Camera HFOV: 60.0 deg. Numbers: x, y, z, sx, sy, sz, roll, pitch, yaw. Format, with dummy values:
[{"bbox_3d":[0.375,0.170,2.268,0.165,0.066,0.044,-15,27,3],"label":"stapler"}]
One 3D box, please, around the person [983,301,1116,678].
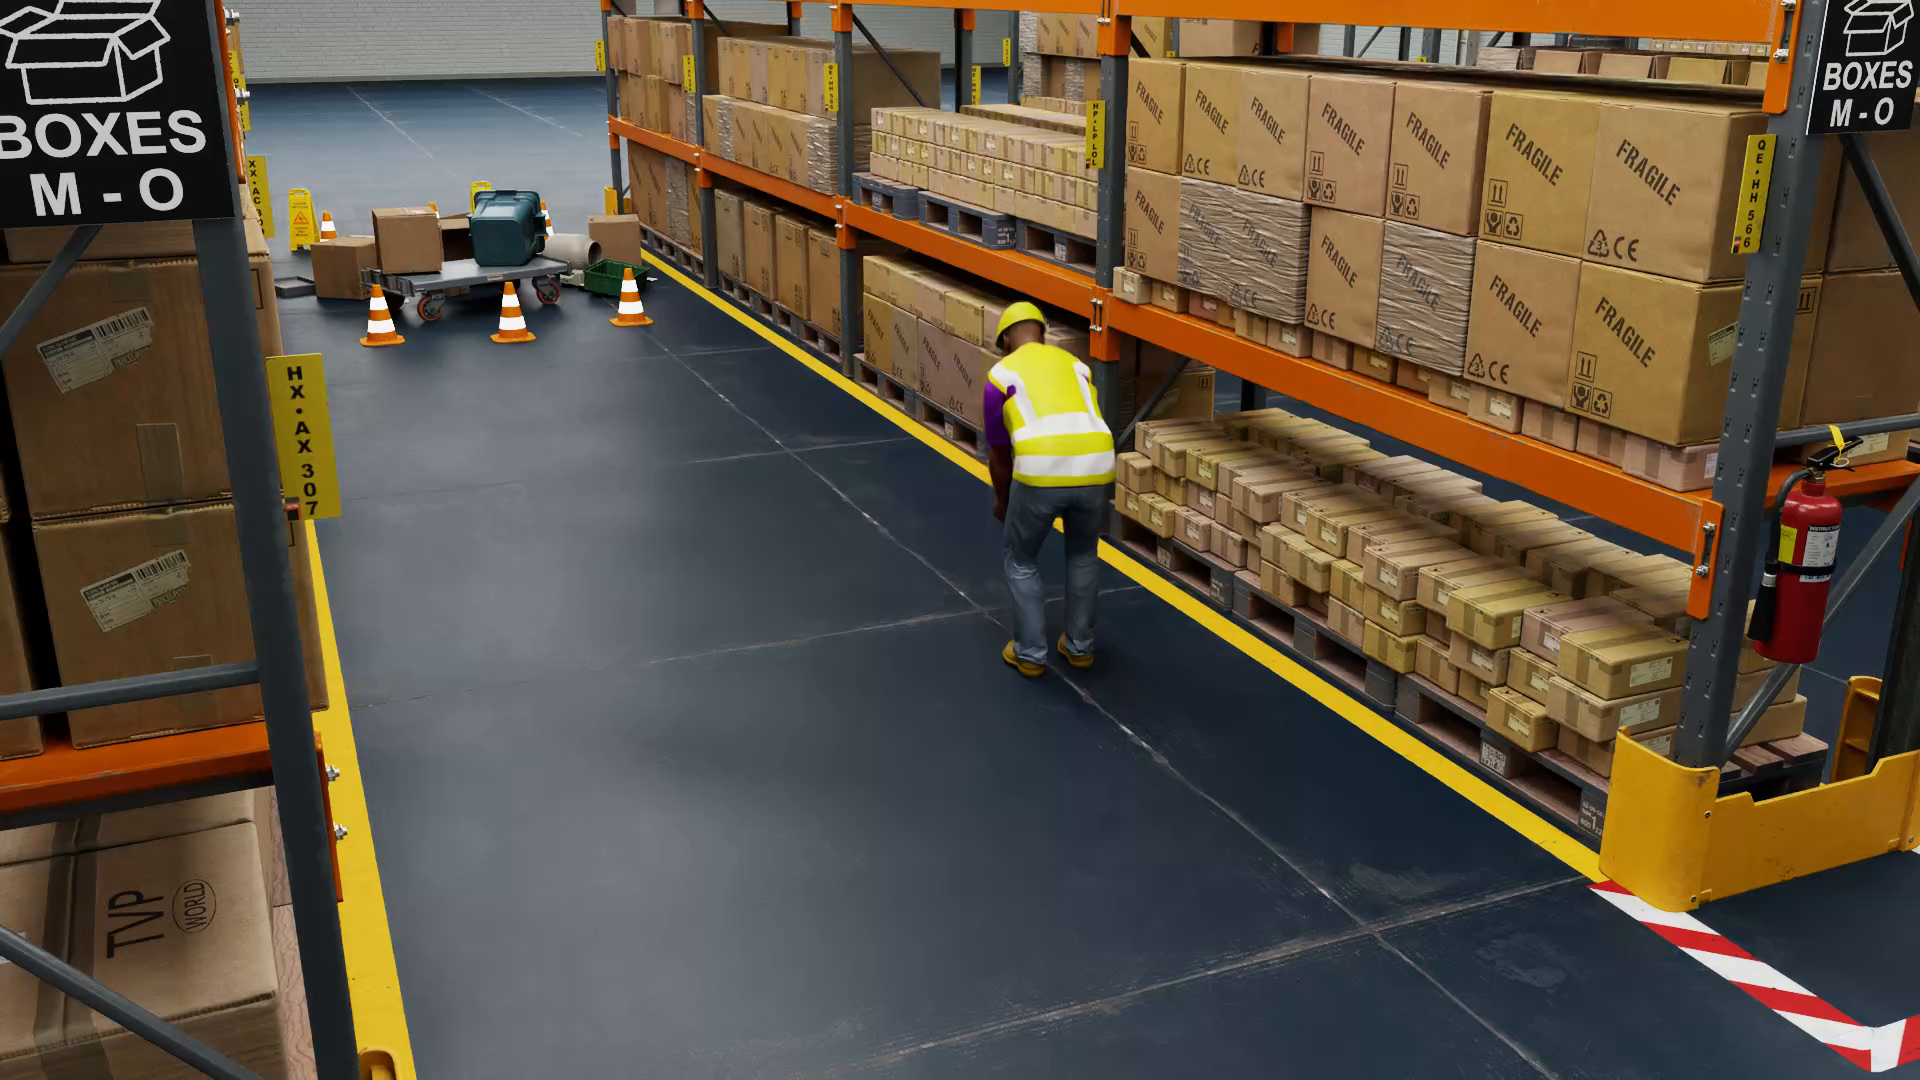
[{"bbox_3d":[0.347,-0.227,7.111,0.487,1.497,0.832,-5,19,-15],"label":"person"}]
